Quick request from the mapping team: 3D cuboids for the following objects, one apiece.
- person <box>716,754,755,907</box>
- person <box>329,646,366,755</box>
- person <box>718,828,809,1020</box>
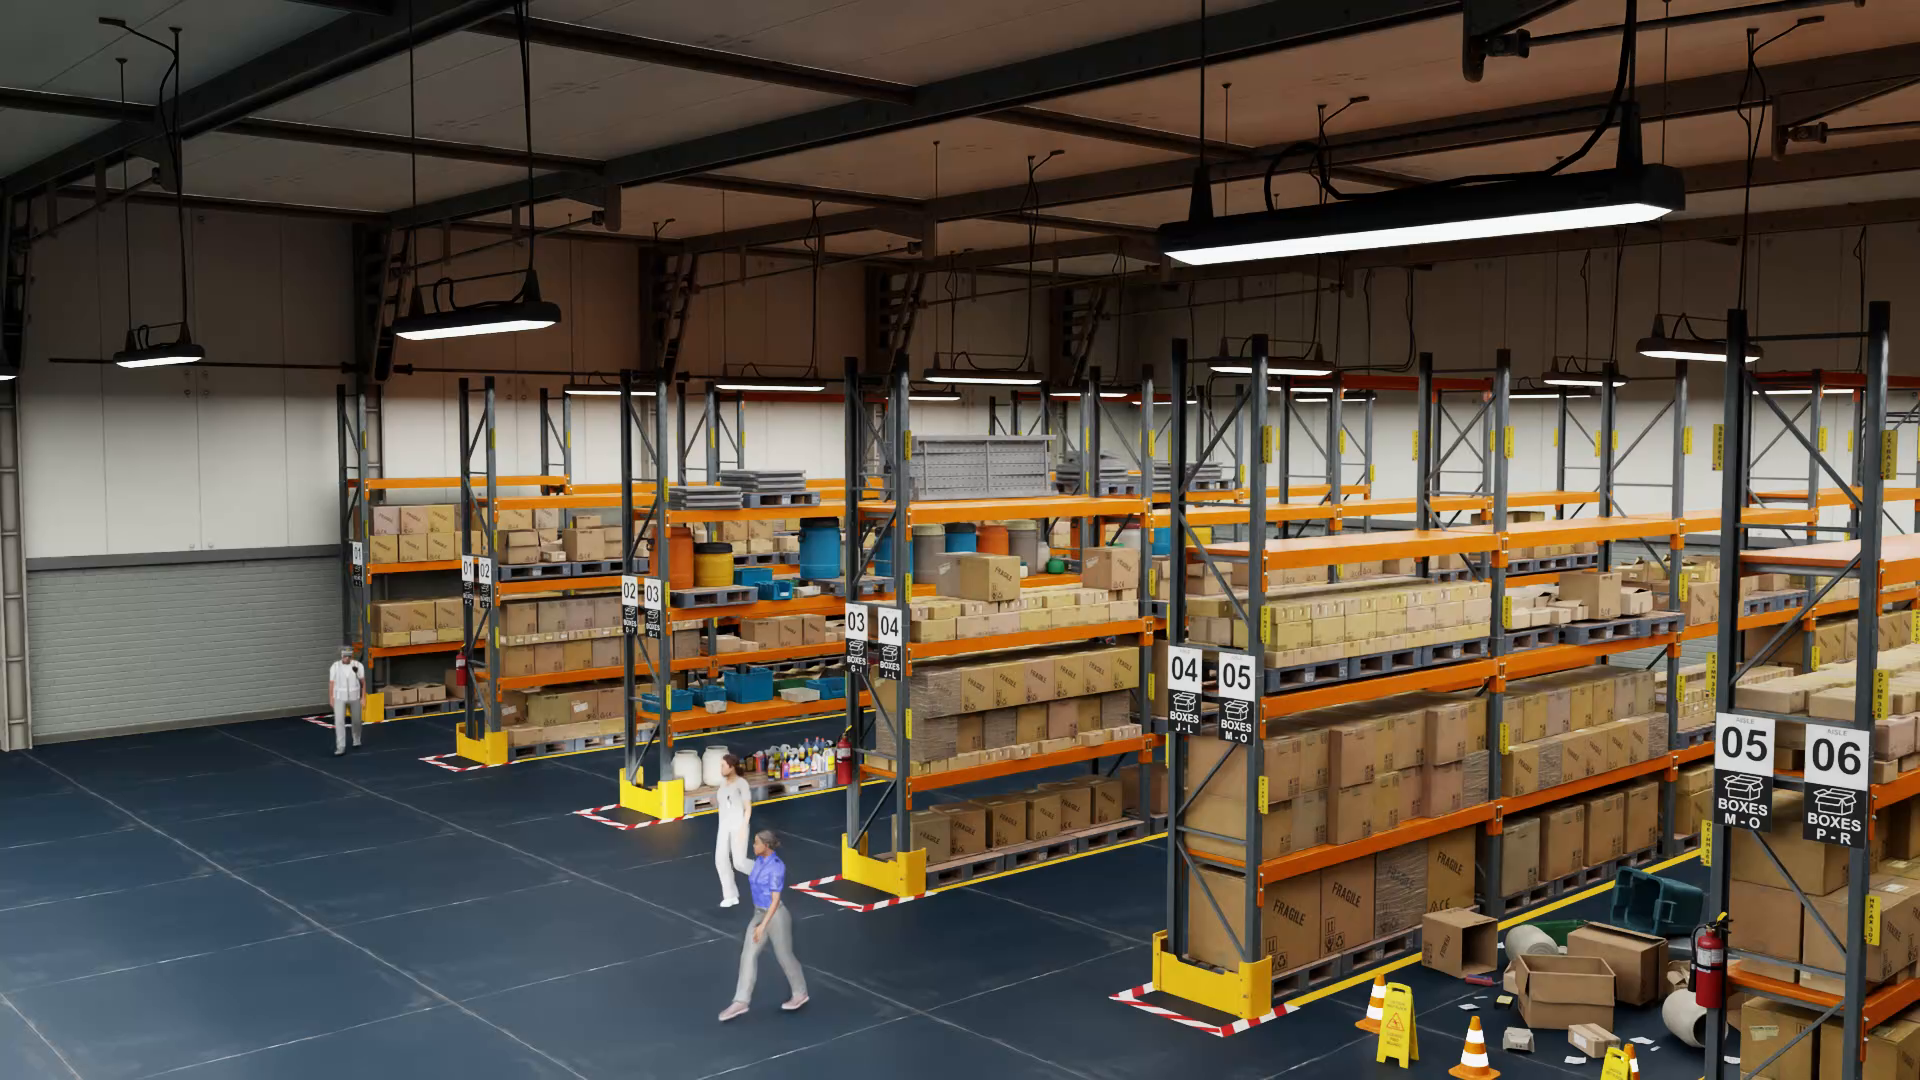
[{"bbox_3d":[-2.442,3.148,18.178,0.514,1.629,0.726,2,4,31],"label":"person"},{"bbox_3d":[-9.875,2.550,26.815,0.546,1.711,0.905,-2,4,-28],"label":"person"},{"bbox_3d":[-1.745,3.367,14.692,0.854,1.629,0.476,-3,5,-40],"label":"person"}]
